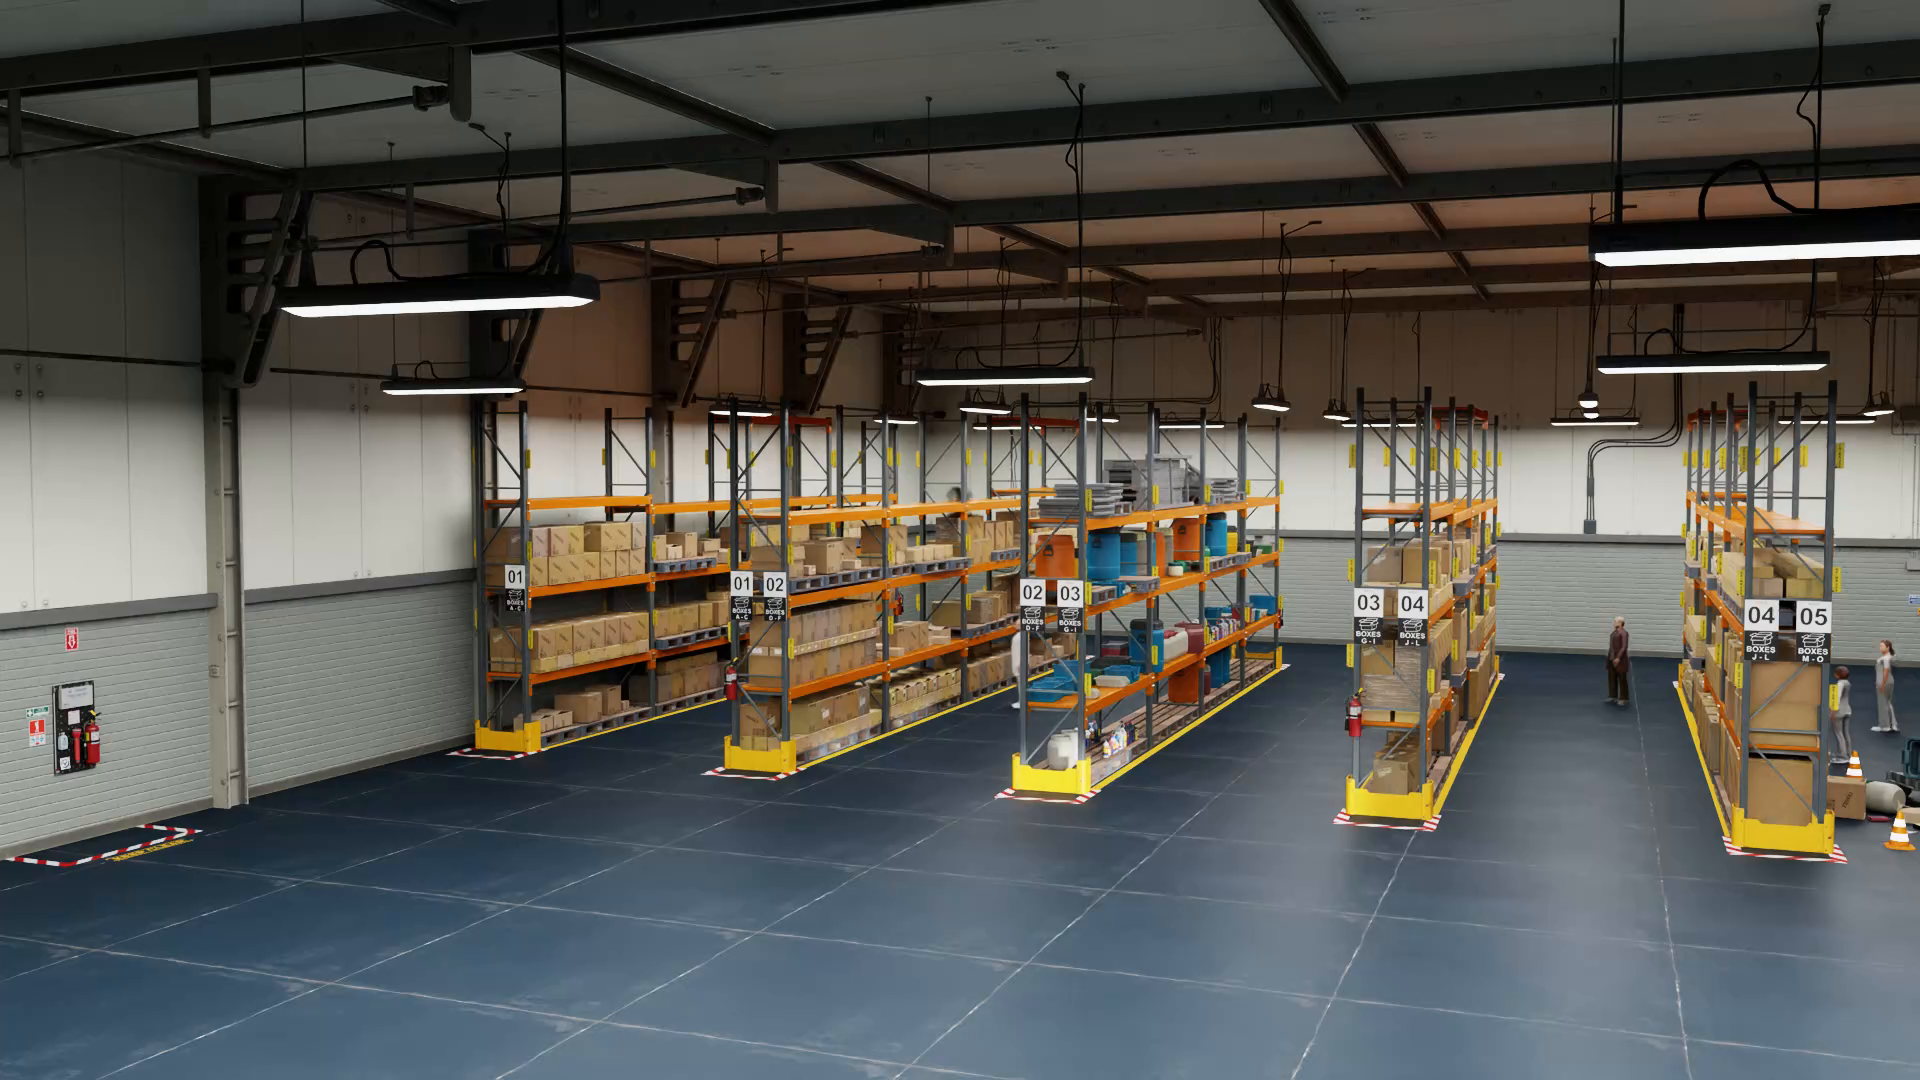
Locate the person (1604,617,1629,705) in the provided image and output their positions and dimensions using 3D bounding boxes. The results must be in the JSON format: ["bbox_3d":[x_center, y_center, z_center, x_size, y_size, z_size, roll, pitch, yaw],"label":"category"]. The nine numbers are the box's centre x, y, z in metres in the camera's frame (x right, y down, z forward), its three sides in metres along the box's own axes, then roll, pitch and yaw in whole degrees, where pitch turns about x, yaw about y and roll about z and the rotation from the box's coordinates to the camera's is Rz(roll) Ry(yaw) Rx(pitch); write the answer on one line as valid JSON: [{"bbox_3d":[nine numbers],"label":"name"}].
[{"bbox_3d":[13.428,2.470,33.975,0.507,1.804,0.597,-1,3,-27],"label":"person"}]

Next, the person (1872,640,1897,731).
[{"bbox_3d":[17.057,2.681,30.655,0.451,1.678,0.448,-2,4,-39],"label":"person"}]

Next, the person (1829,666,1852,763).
[{"bbox_3d":[14.497,2.868,27.360,0.449,1.600,0.373,-1,3,-24],"label":"person"}]

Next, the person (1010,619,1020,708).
[{"bbox_3d":[1.205,2.487,33.413,0.403,1.791,0.695,0,3,1],"label":"person"}]
